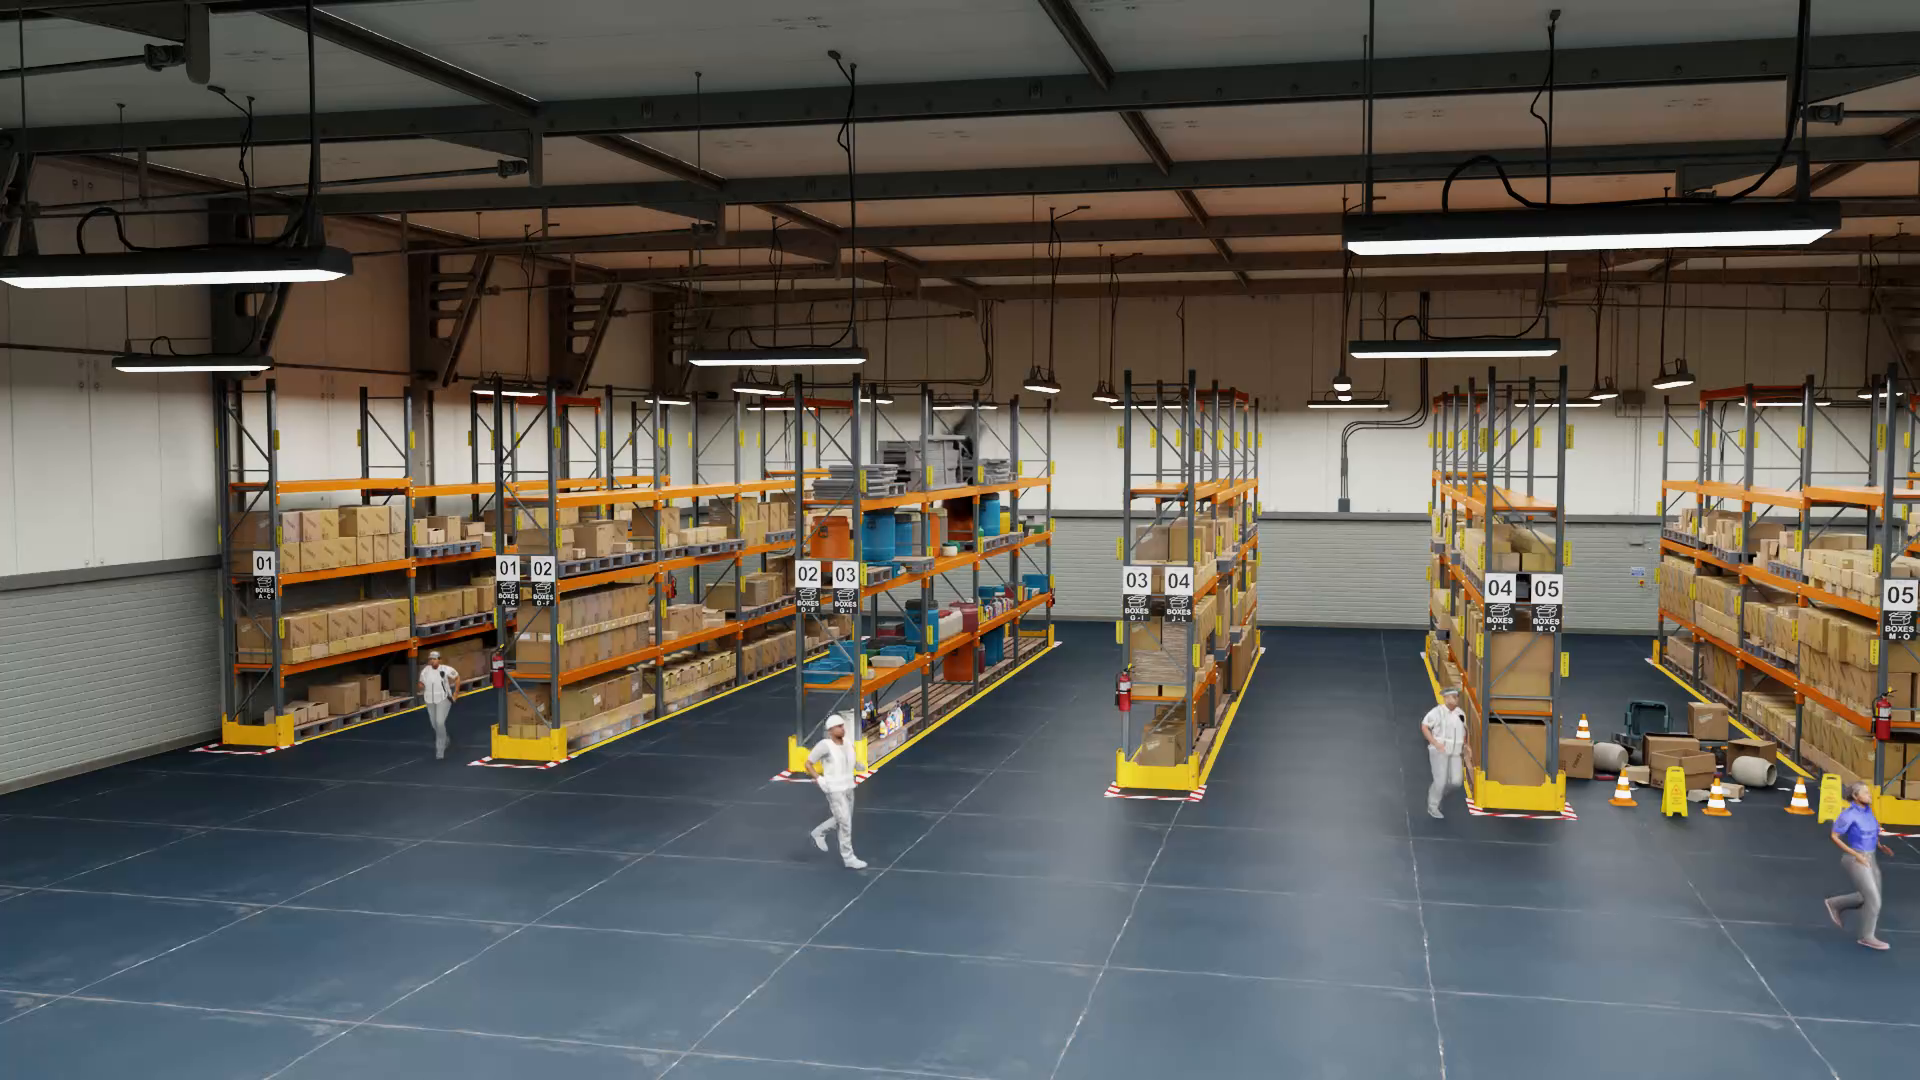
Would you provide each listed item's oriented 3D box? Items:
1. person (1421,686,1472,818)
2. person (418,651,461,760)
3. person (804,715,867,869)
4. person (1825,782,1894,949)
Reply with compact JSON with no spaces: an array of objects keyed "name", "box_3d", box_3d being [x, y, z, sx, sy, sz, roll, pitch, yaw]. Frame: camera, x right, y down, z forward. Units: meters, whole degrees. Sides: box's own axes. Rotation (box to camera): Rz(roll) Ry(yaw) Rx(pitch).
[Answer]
[{"name":"person","box_3d":[6.509,2.814,22.186,0.731,1.733,0.537,-1,4,-17]},{"name":"person","box_3d":[-8.297,2.601,26.474,0.616,1.706,0.819,0,3,8]},{"name":"person","box_3d":[-1.449,2.939,19.576,0.941,1.762,0.696,3,4,36]},{"name":"person","box_3d":[8.914,3.203,16.530,0.581,1.608,0.681,-2,4,-32]}]
